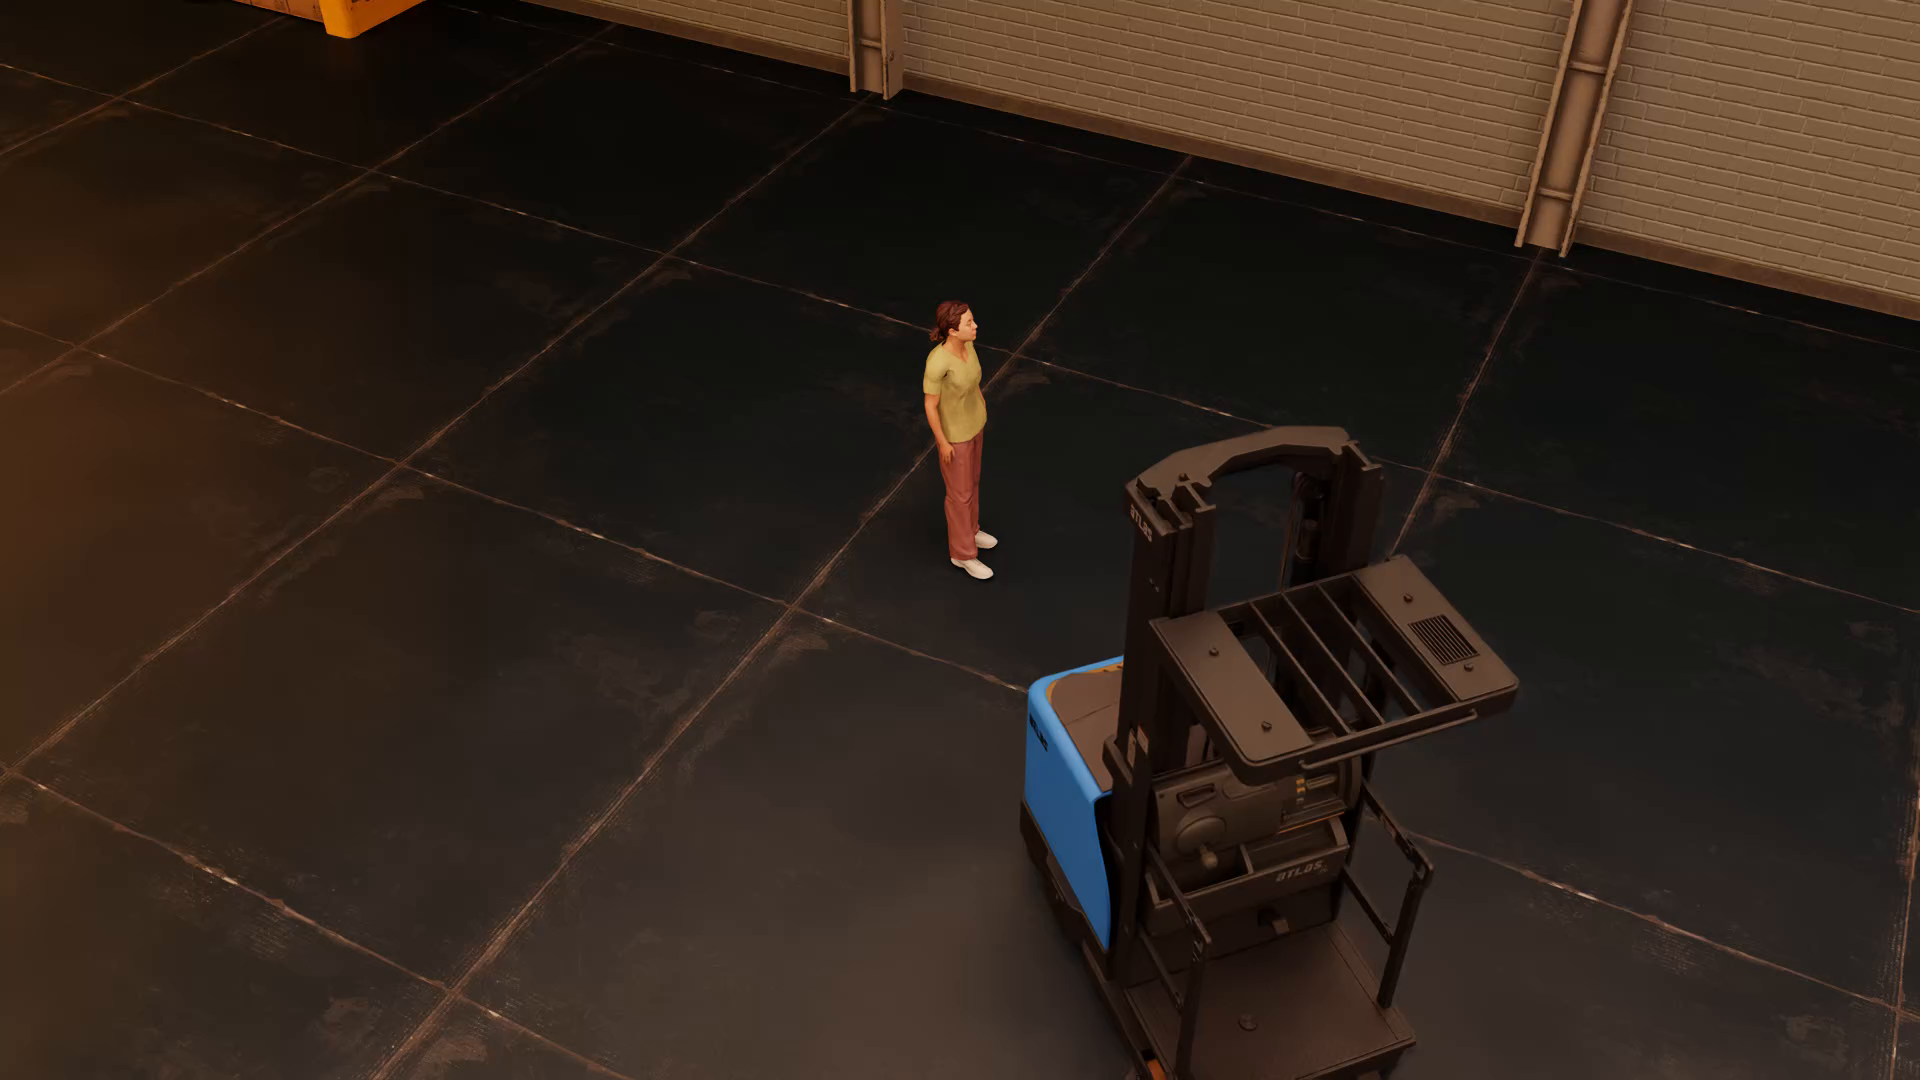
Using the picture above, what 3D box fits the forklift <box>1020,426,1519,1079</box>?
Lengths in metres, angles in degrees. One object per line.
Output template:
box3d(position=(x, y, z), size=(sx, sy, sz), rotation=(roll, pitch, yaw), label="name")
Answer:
box3d(position=(1.299, 1.139, 6.634), size=(1.130, 2.935, 3.031), rotation=(-14, 42, -16), label="forklift")

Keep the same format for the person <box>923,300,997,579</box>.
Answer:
box3d(position=(0.075, -0.614, 9.679), size=(0.517, 1.675, 0.555), rotation=(18, 43, 21), label="person")
